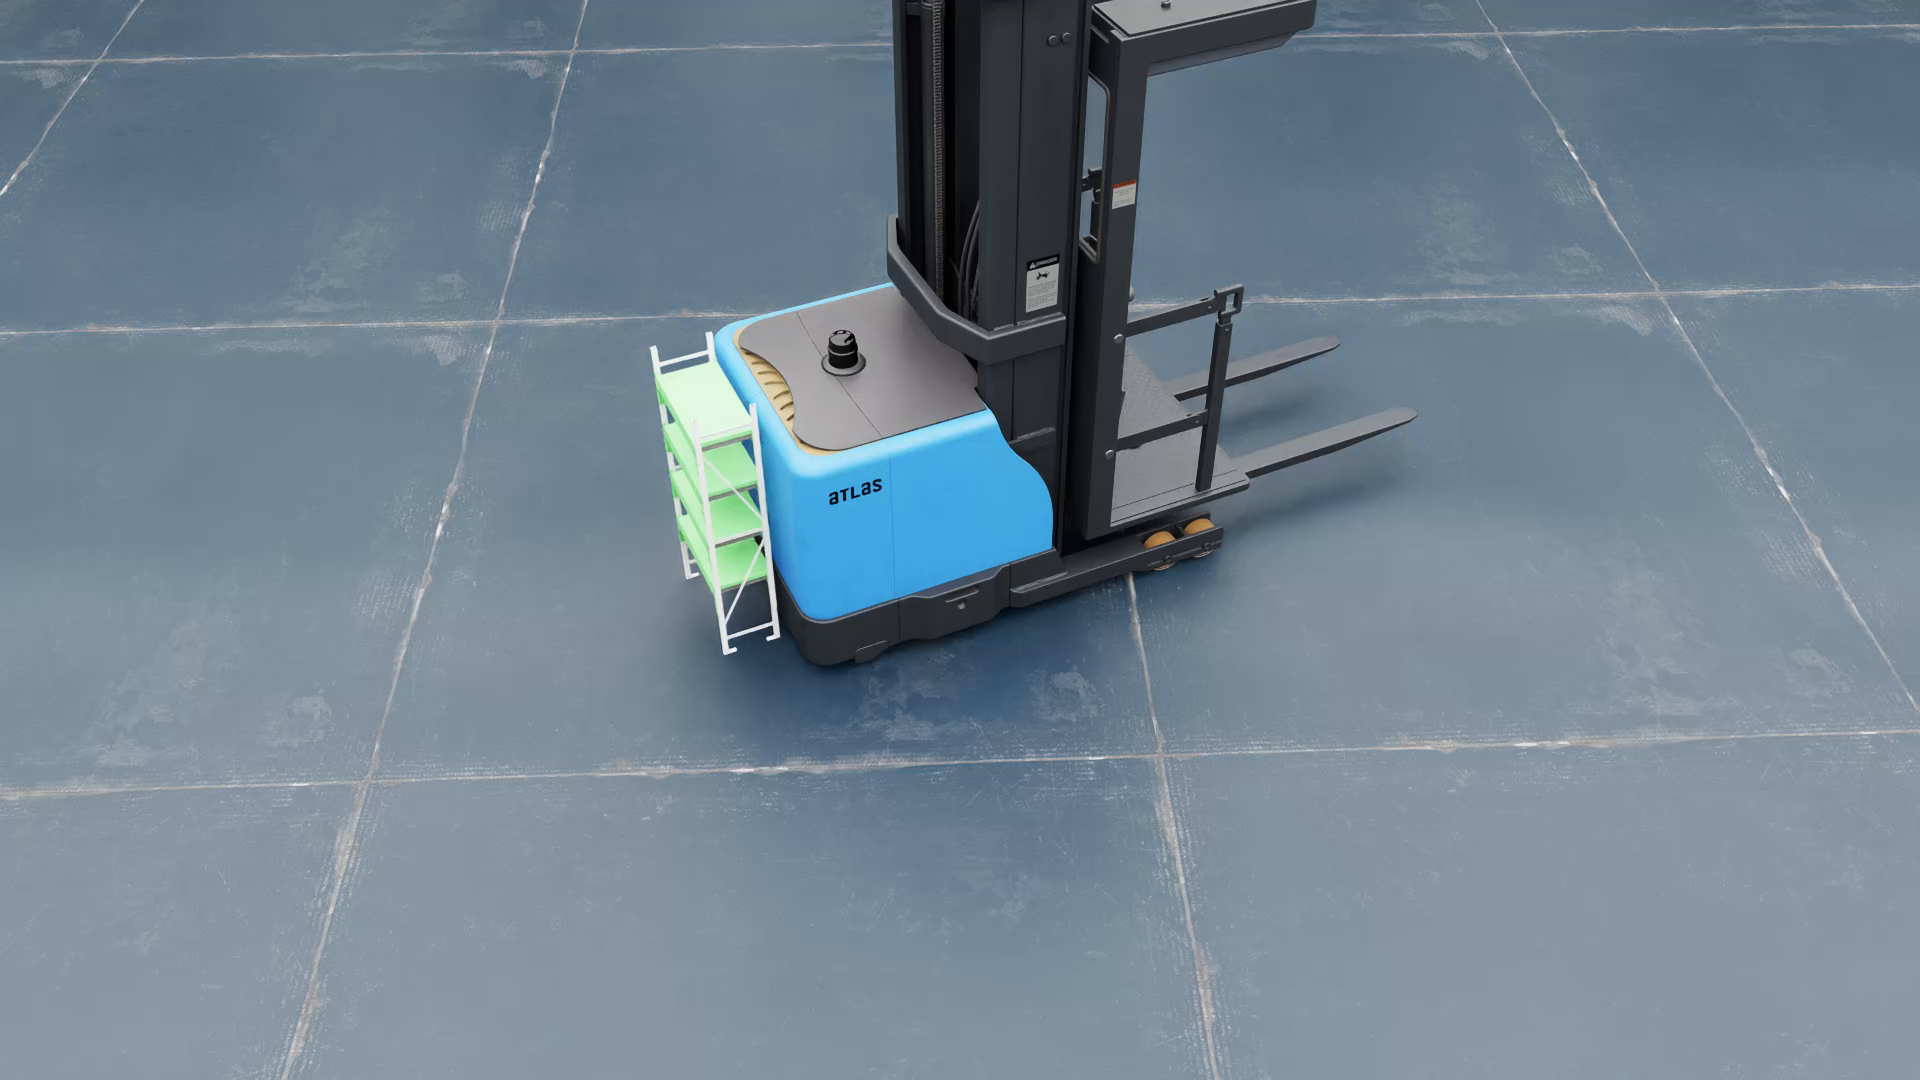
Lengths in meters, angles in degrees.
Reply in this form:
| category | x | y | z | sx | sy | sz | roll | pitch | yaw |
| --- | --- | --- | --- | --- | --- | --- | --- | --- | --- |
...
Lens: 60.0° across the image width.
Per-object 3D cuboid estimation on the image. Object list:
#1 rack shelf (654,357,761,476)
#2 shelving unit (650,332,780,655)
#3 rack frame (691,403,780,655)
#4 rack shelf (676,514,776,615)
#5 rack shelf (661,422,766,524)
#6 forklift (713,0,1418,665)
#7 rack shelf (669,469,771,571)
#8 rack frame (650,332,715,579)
| category | x | y | z | sx | sy | sz | roll | pitch | yaw |
| --- | --- | --- | --- | --- | --- | --- | --- | --- | --- |
| rack shelf | -0.952 | -0.471 | 6.260 | 0.258 | 0.148 | 0.480 | -17 | 45 | -18 |
| shelving unit | -0.952 | -0.164 | 6.541 | 0.258 | 1.200 | 0.503 | -17 | 45 | -18 |
| rack frame | -0.849 | -0.014 | 6.378 | 0.240 | 1.200 | 0.015 | -17 | 45 | -18 |
| rack shelf | -0.952 | 0.060 | 6.746 | 0.258 | 0.148 | 0.480 | -17 | 45 | -18 |
| rack shelf | -0.952 | -0.294 | 6.422 | 0.258 | 0.148 | 0.480 | -17 | 45 | -18 |
| forklift | 0.568 | -1.259 | 6.454 | 3.031 | 2.935 | 1.130 | -17 | 45 | -18 |
| rack shelf | -0.952 | -0.117 | 6.584 | 0.258 | 0.148 | 0.480 | -17 | 45 | -18 |
| rack frame | -1.055 | -0.313 | 6.704 | 0.240 | 1.200 | 0.015 | -17 | 45 | -18 |
